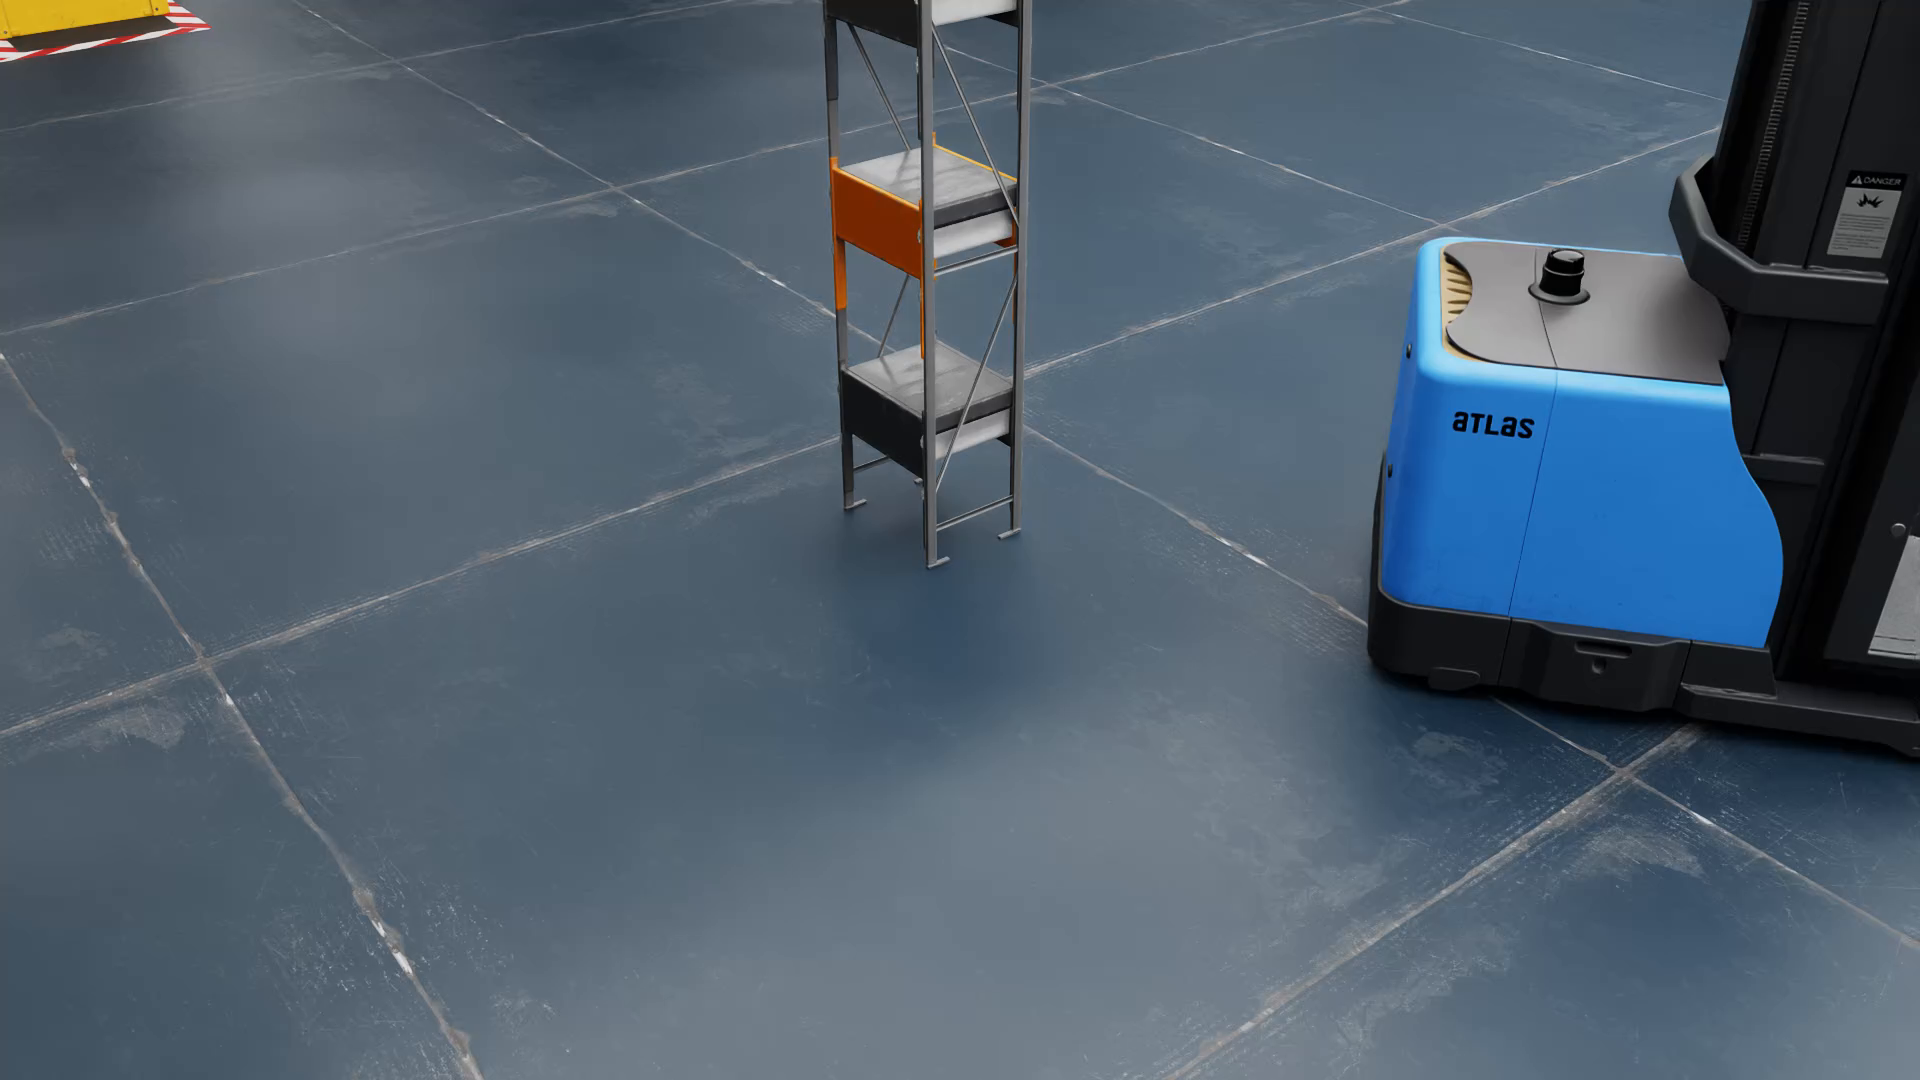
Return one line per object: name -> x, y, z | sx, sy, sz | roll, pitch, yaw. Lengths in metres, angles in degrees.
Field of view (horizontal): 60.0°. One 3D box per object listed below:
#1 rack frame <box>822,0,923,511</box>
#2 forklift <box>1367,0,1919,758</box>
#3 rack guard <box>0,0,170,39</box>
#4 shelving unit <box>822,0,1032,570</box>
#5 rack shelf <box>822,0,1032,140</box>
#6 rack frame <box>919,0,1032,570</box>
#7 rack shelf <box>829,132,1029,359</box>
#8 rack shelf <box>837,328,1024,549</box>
rack frame -> -0.251, -1.063, 5.471 | 0.400, 2.100, 0.015 | -22, 38, -31
forklift -> 2.814, -0.882, 4.393 | 3.031, 2.935, 1.130 | 7, 33, 11
rack guard -> -6.129, -3.817, 11.421 | 1.175, 0.500, 0.348 | -22, 38, -31
shelving unit -> -0.101, -0.961, 5.307 | 0.431, 2.100, 0.503 | -22, 38, -31
rack shelf -> -0.101, -1.544, 4.945 | 0.431, 0.518, 0.480 | -22, 38, -31
rack frame -> 0.048, -0.859, 5.143 | 0.400, 2.100, 0.015 | -22, 38, -31
rack shelf -> -0.101, -0.949, 5.314 | 0.431, 0.518, 0.480 | -22, 38, -31
rack shelf -> -0.102, -0.355, 5.684 | 0.431, 0.518, 0.480 | -22, 38, -31
